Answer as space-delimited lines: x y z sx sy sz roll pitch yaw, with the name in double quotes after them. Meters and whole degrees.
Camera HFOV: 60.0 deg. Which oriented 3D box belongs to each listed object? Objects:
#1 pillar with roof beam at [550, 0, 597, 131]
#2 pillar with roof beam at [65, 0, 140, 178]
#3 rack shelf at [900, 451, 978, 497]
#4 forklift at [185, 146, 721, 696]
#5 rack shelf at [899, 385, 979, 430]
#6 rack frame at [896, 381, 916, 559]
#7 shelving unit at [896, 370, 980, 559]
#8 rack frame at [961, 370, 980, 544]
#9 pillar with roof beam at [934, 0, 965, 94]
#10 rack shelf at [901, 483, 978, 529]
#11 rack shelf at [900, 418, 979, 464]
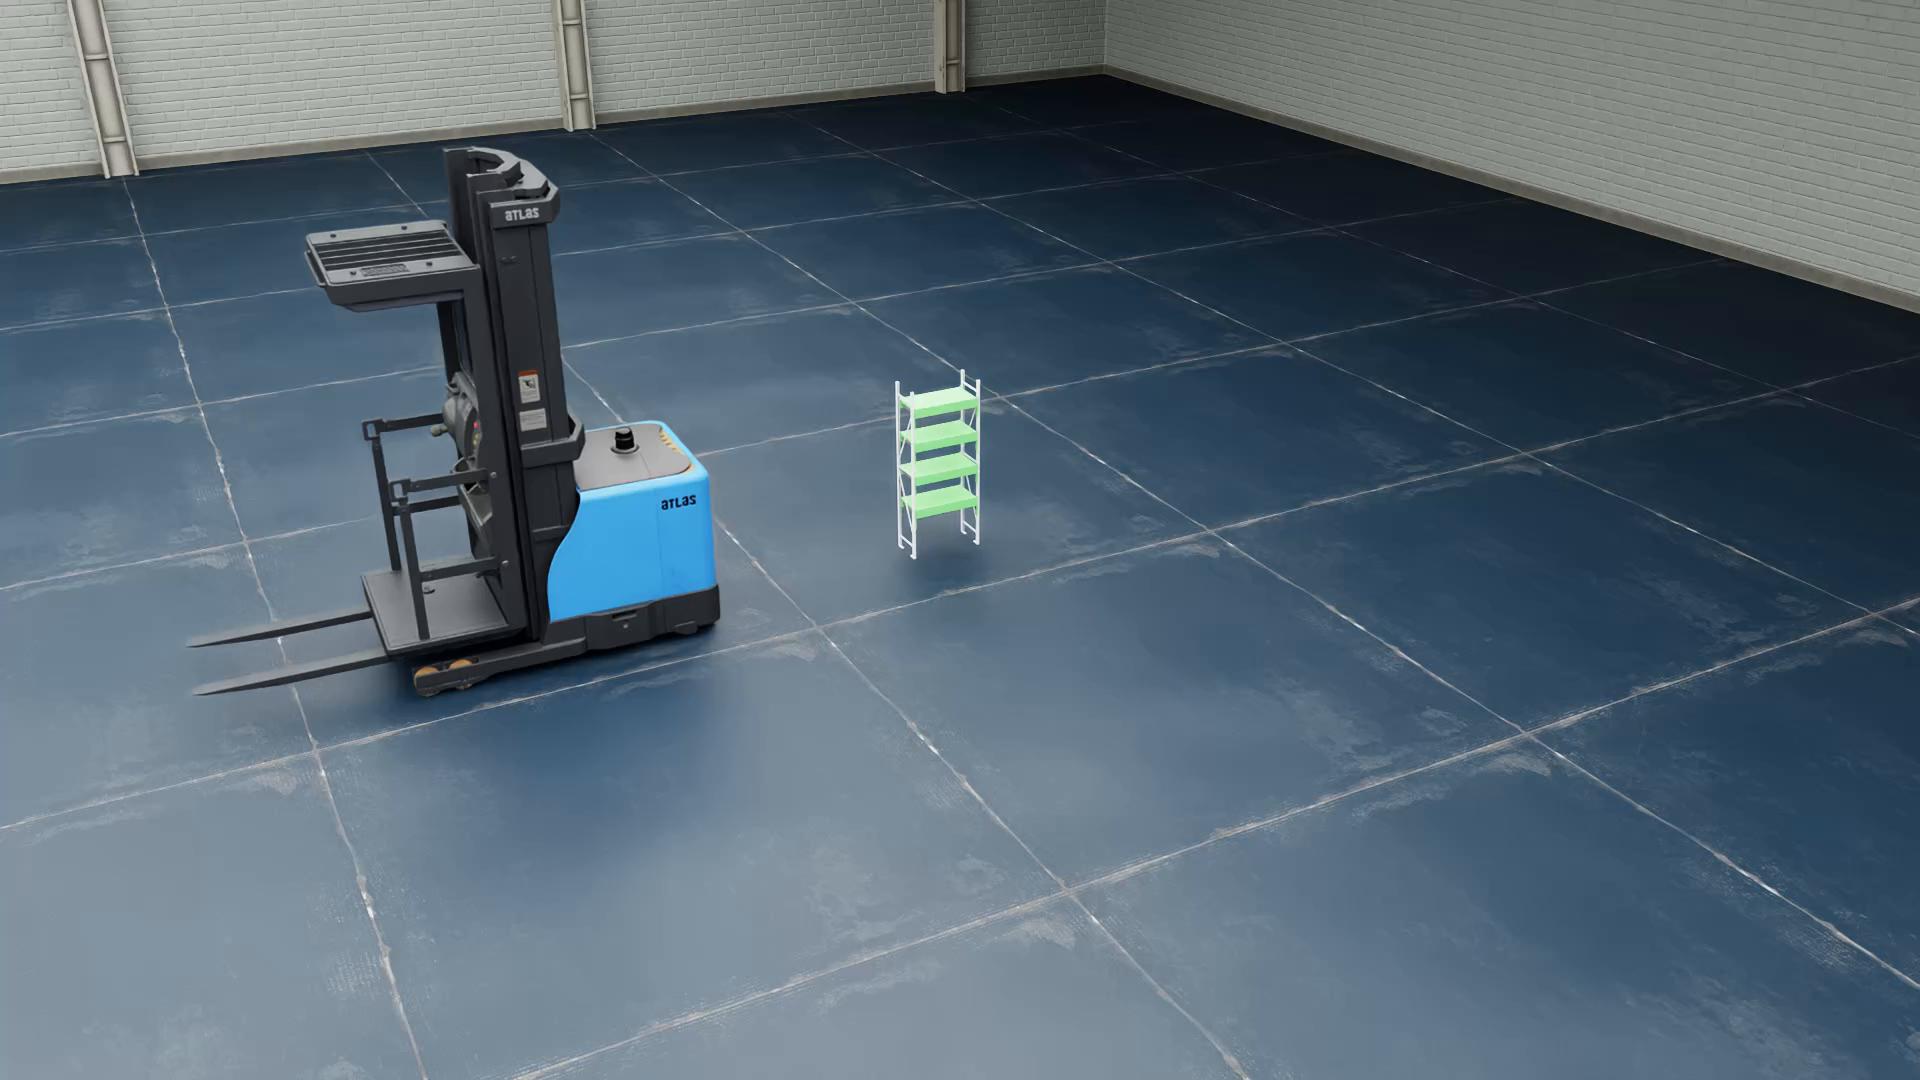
-3.429 -8.326 18.496 0.400 9.000 9.100 -13 29 -25 "pillar with roof beam"
-8.724 -7.104 15.951 0.400 9.000 9.100 -13 29 -25 "pillar with roof beam"
-0.146 -0.450 11.250 0.480 0.148 0.258 -13 29 -25 "rack shelf"
-3.050 -0.674 9.570 3.031 2.935 1.130 -12 28 -23 "forklift"
-0.146 -0.882 11.042 0.480 0.148 0.258 -13 29 -25 "rack shelf"
-0.361 -0.457 11.119 0.015 1.200 0.240 -13 29 -25 "rack frame"
-0.146 -0.507 11.222 0.503 1.200 0.258 -13 29 -25 "shelving unit"
0.069 -0.557 11.326 0.015 1.200 0.240 -13 29 -25 "rack frame"
1.865 -9.548 21.042 0.400 9.000 9.100 -13 29 -25 "pillar with roof beam"
-0.146 -0.233 11.354 0.480 0.148 0.258 -13 29 -25 "rack shelf"
-0.146 -0.666 11.146 0.480 0.148 0.258 -13 29 -25 "rack shelf"
